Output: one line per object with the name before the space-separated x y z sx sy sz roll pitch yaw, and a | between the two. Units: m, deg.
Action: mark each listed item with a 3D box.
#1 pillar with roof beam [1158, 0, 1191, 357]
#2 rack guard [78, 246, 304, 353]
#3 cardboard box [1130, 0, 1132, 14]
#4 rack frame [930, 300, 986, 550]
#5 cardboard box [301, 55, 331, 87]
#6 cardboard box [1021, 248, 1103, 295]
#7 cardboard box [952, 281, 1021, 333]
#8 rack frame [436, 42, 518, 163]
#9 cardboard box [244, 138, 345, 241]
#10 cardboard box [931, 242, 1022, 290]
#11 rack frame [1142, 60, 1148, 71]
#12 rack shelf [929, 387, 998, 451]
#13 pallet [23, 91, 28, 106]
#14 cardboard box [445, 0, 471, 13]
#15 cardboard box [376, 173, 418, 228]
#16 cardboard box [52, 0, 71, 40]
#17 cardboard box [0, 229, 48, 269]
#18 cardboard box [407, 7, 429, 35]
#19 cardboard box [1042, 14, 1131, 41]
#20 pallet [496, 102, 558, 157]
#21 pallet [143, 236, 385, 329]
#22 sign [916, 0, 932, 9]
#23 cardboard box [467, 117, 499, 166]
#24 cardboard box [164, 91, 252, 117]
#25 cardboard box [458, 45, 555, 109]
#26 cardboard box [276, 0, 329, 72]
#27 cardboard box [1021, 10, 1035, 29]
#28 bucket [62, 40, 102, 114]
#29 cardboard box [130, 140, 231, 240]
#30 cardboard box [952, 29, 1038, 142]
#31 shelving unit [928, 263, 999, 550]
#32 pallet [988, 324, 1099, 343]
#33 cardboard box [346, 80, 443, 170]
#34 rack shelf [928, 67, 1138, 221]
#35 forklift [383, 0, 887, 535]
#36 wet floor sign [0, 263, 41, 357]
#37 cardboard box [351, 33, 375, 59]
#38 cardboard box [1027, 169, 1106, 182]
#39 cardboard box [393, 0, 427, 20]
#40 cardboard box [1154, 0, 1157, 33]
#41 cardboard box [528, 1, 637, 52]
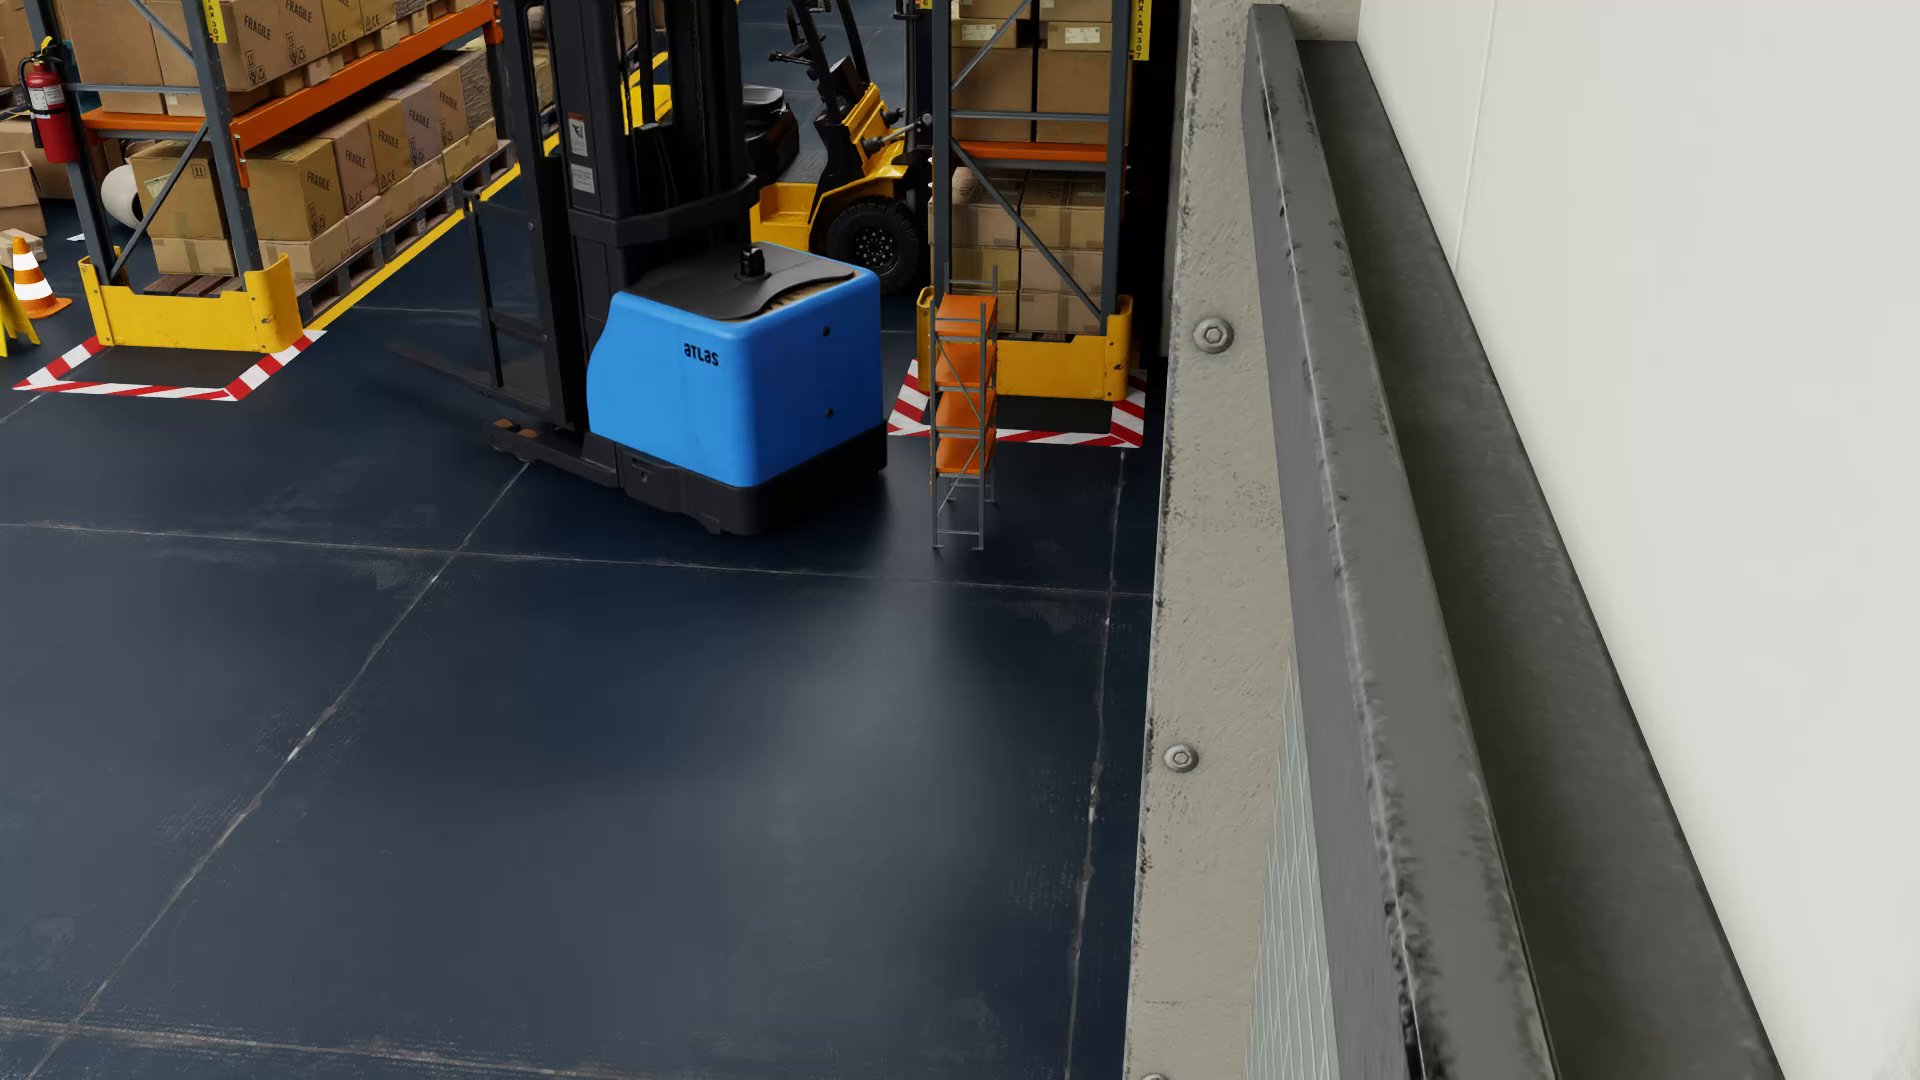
pillar with roof beam | -2.932 -5.375 8.239 9.100 9.000 0.400 3 28 6
rack guard | -4.557 -1.431 9.878 1.175 0.500 0.348 3 28 6
cardboard box | 0.858 -3.157 9.658 0.380 0.149 0.250 4 29 7
rack frame | -0.010 -0.491 7.397 0.240 1.200 0.015 3 28 6
cardboard box | -4.112 -2.889 10.215 0.380 0.149 0.250 4 29 7
cardboard box | 0.624 -1.612 9.509 0.500 0.250 0.500 4 29 7
cardboard box | 0.105 -1.422 9.684 0.500 0.250 0.500 4 29 7
rack frame | -4.076 -4.378 12.714 1.000 3.000 0.127 3 28 6
cardboard box | -4.190 -2.175 10.289 0.500 0.500 0.500 2 28 4
cardboard box | 0.110 -1.650 9.580 0.500 0.250 0.500 3 28 6
rack frame | 1.341 -5.974 15.677 1.000 3.000 0.127 3 28 6
rack shelf | 0.020 -0.547 7.642 0.258 0.148 0.480 3 28 6
pallet | -8.834 -4.334 15.572 1.003 0.211 1.213 3 28 6
cardboard box | -3.837 -3.981 12.241 0.380 0.149 0.250 4 29 7
cardboard box | -4.068 -2.331 11.370 0.500 0.250 0.500 5 29 10
cardboard box | -8.779 -5.002 15.802 1.050 0.750 0.750 4 29 7
cardboard box | -6.410 -1.974 11.258 0.380 0.149 0.250 20 34 32
cardboard box | -3.934 -3.620 11.572 0.380 0.149 0.250 3 28 5
cardboard box | 0.739 -2.716 9.524 0.500 0.500 0.500 4 29 8
pallet | -3.982 -3.517 14.056 1.003 0.211 1.213 3 28 6
pallet | -4.422 -1.684 10.653 1.003 0.211 1.213 3 28 6
sign | -0.176 -2.861 8.427 0.100 0.325 0.005 3 28 6
cardboard box | -3.882 -3.059 12.721 0.500 0.250 0.500 5 29 9
cardboard box | -4.319 -2.533 9.553 0.380 0.149 0.250 3 29 6
cardboard box | -3.929 -3.992 14.325 0.950 0.372 0.625 5 29 9
cardboard box | -4.172 -3.121 9.962 0.500 0.500 0.500 4 29 8
cardboard box | 0.220 -2.958 9.289 0.380 0.149 0.250 4 29 7
bucket | -6.730 -3.648 13.208 0.726 0.611 0.620 14 21 24
cardboard box | -4.727 -2.192 10.322 0.500 0.500 0.500 4 29 7
cardboard box | 0.160 -2.499 9.121 0.500 0.500 0.500 3 28 5
shelving unit | 0.020 -0.606 7.610 0.258 1.200 0.503 3 28 6
pallet | 0.413 -1.343 10.021 1.003 0.211 1.213 3 28 6
cardboard box | -4.004 -2.909 11.652 0.500 0.500 0.500 5 29 9
rack shelf | 0.606 -2.833 10.605 1.077 0.370 4.000 3 28 6
forklift | -1.835 -1.865 8.122 3.031 2.935 1.130 20 34 33
wet floor sign | -5.651 -1.431 9.727 0.267 0.644 0.232 14 31 24
cardboard box | -4.080 -3.263 10.909 0.380 0.149 0.250 3 28 5
cardboard box | 0.665 -2.074 9.839 0.500 0.250 0.500 3 28 6
cardboard box | -3.999 -3.842 11.300 0.500 0.500 0.500 4 29 8
cardboard box | 1.750 -5.471 16.935 0.500 0.500 0.500 3 29 6
cardboard box | -3.665 -5.024 16.240 0.950 0.372 0.625 1 28 3
